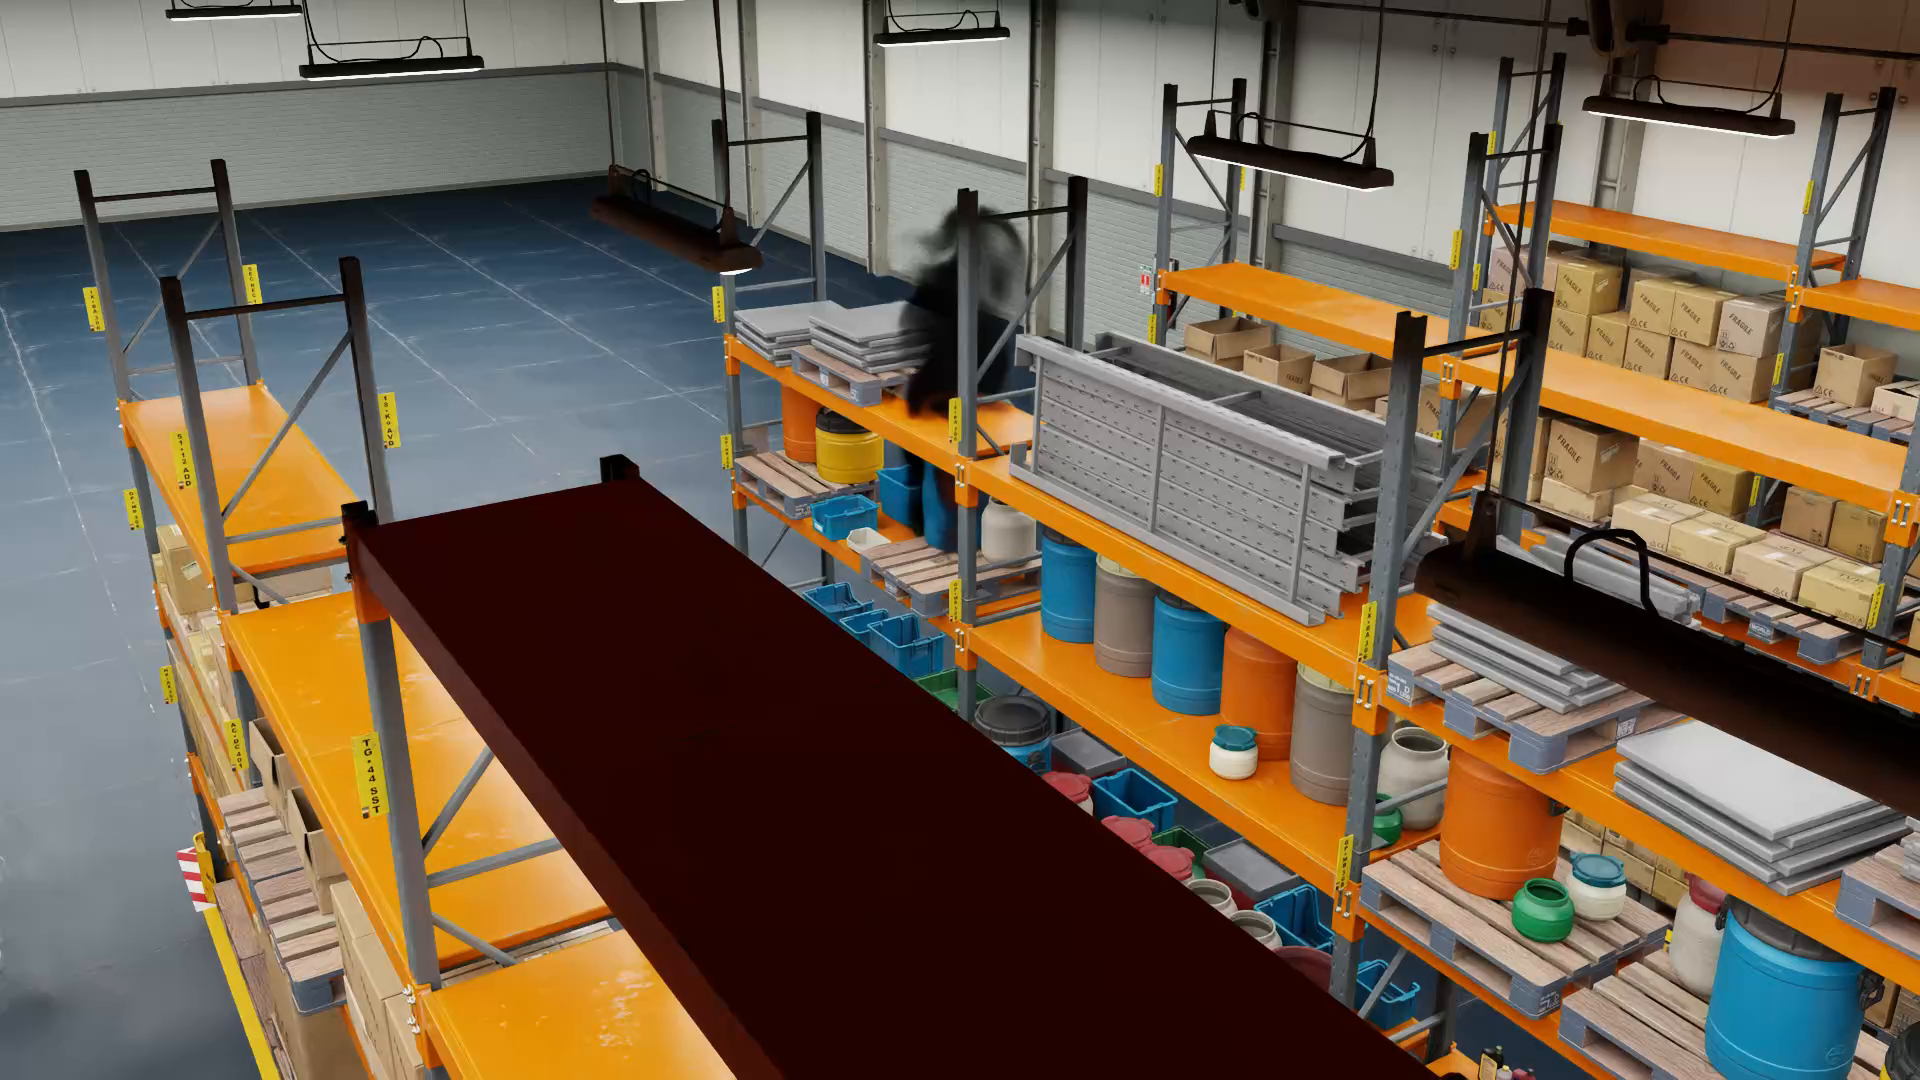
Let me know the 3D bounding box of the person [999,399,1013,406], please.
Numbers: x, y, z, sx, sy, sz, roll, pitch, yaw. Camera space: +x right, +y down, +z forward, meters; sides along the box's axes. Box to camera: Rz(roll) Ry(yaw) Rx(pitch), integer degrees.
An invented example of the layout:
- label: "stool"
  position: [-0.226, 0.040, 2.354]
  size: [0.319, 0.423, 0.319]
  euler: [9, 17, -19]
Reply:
- label: "person"
  position: [0.490, -1.116, 21.966]
  size: [0.529, 1.661, 0.569]
  euler: [-3, 22, -9]
